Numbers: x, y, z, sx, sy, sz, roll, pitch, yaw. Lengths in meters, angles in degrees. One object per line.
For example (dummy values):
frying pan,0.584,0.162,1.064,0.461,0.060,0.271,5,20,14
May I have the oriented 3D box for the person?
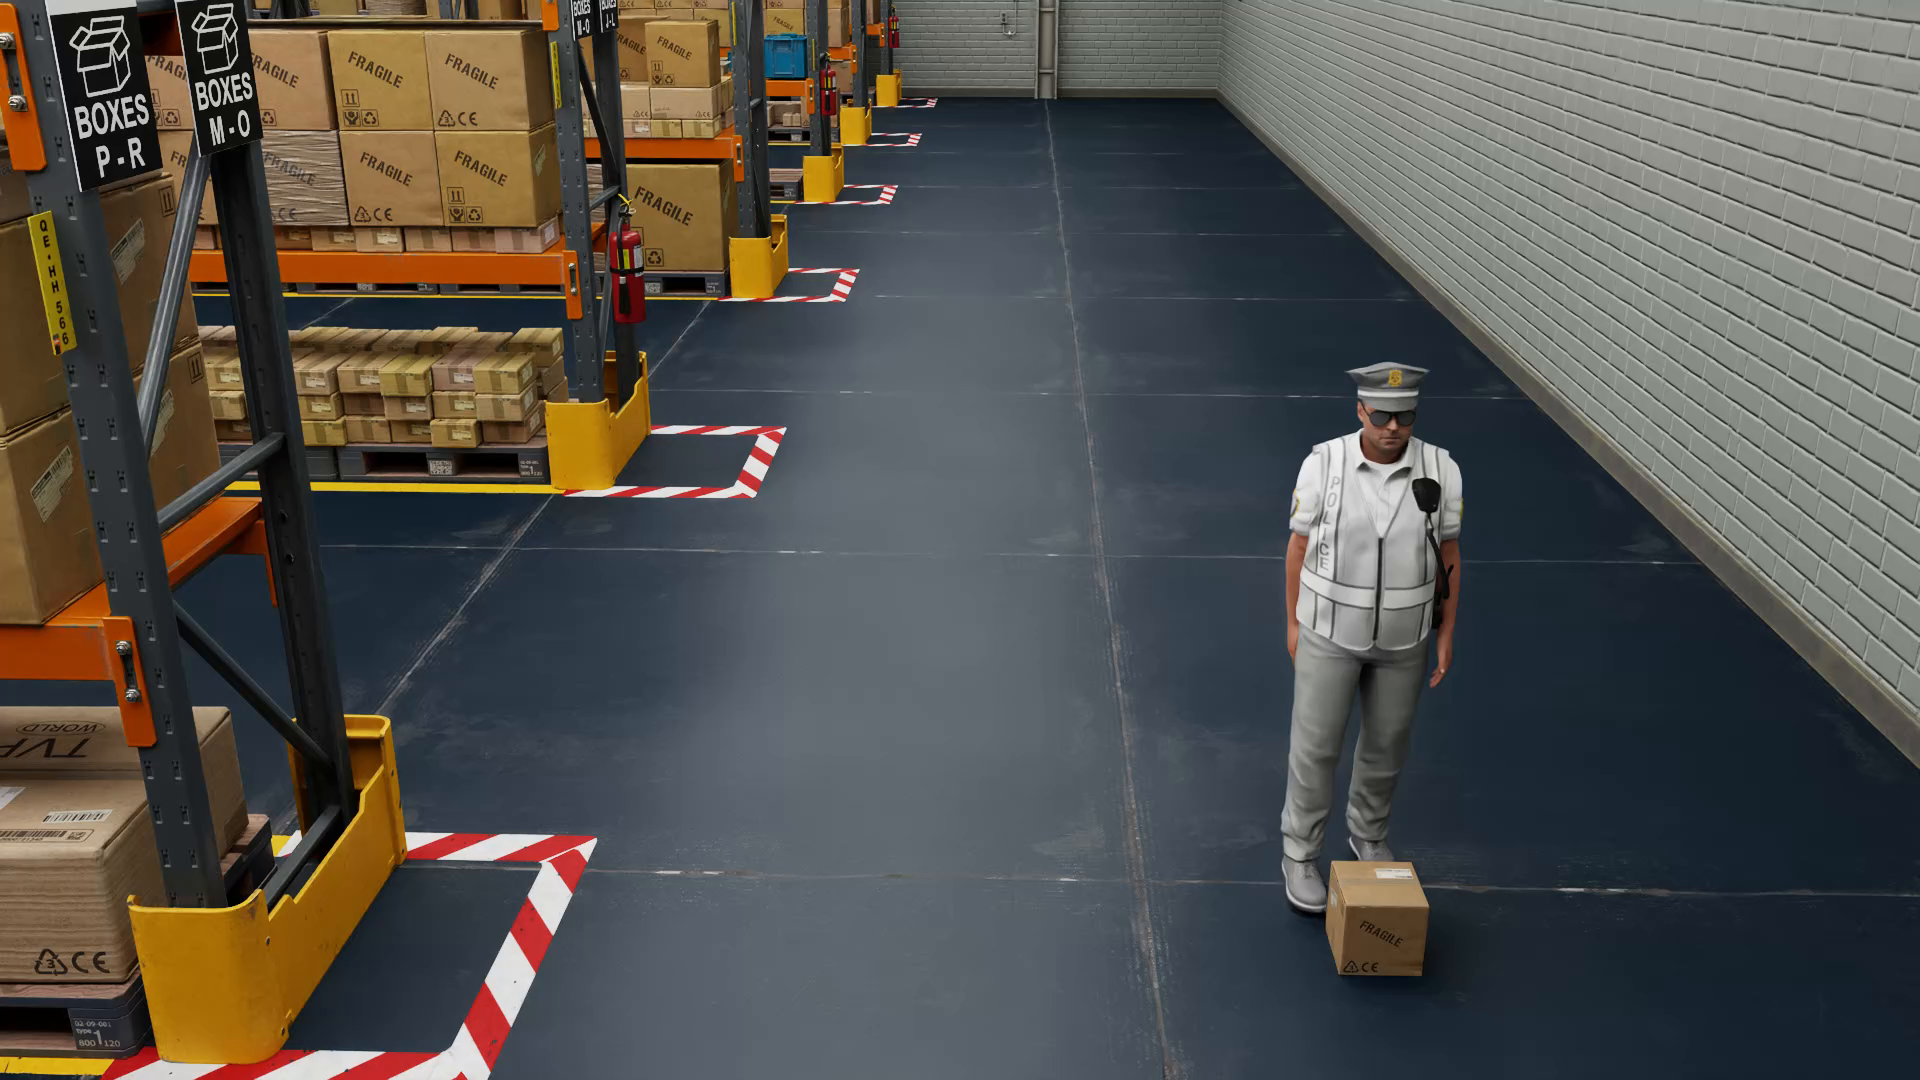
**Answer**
person,1.303,0.303,5.248,0.538,1.759,0.516,1,21,3
